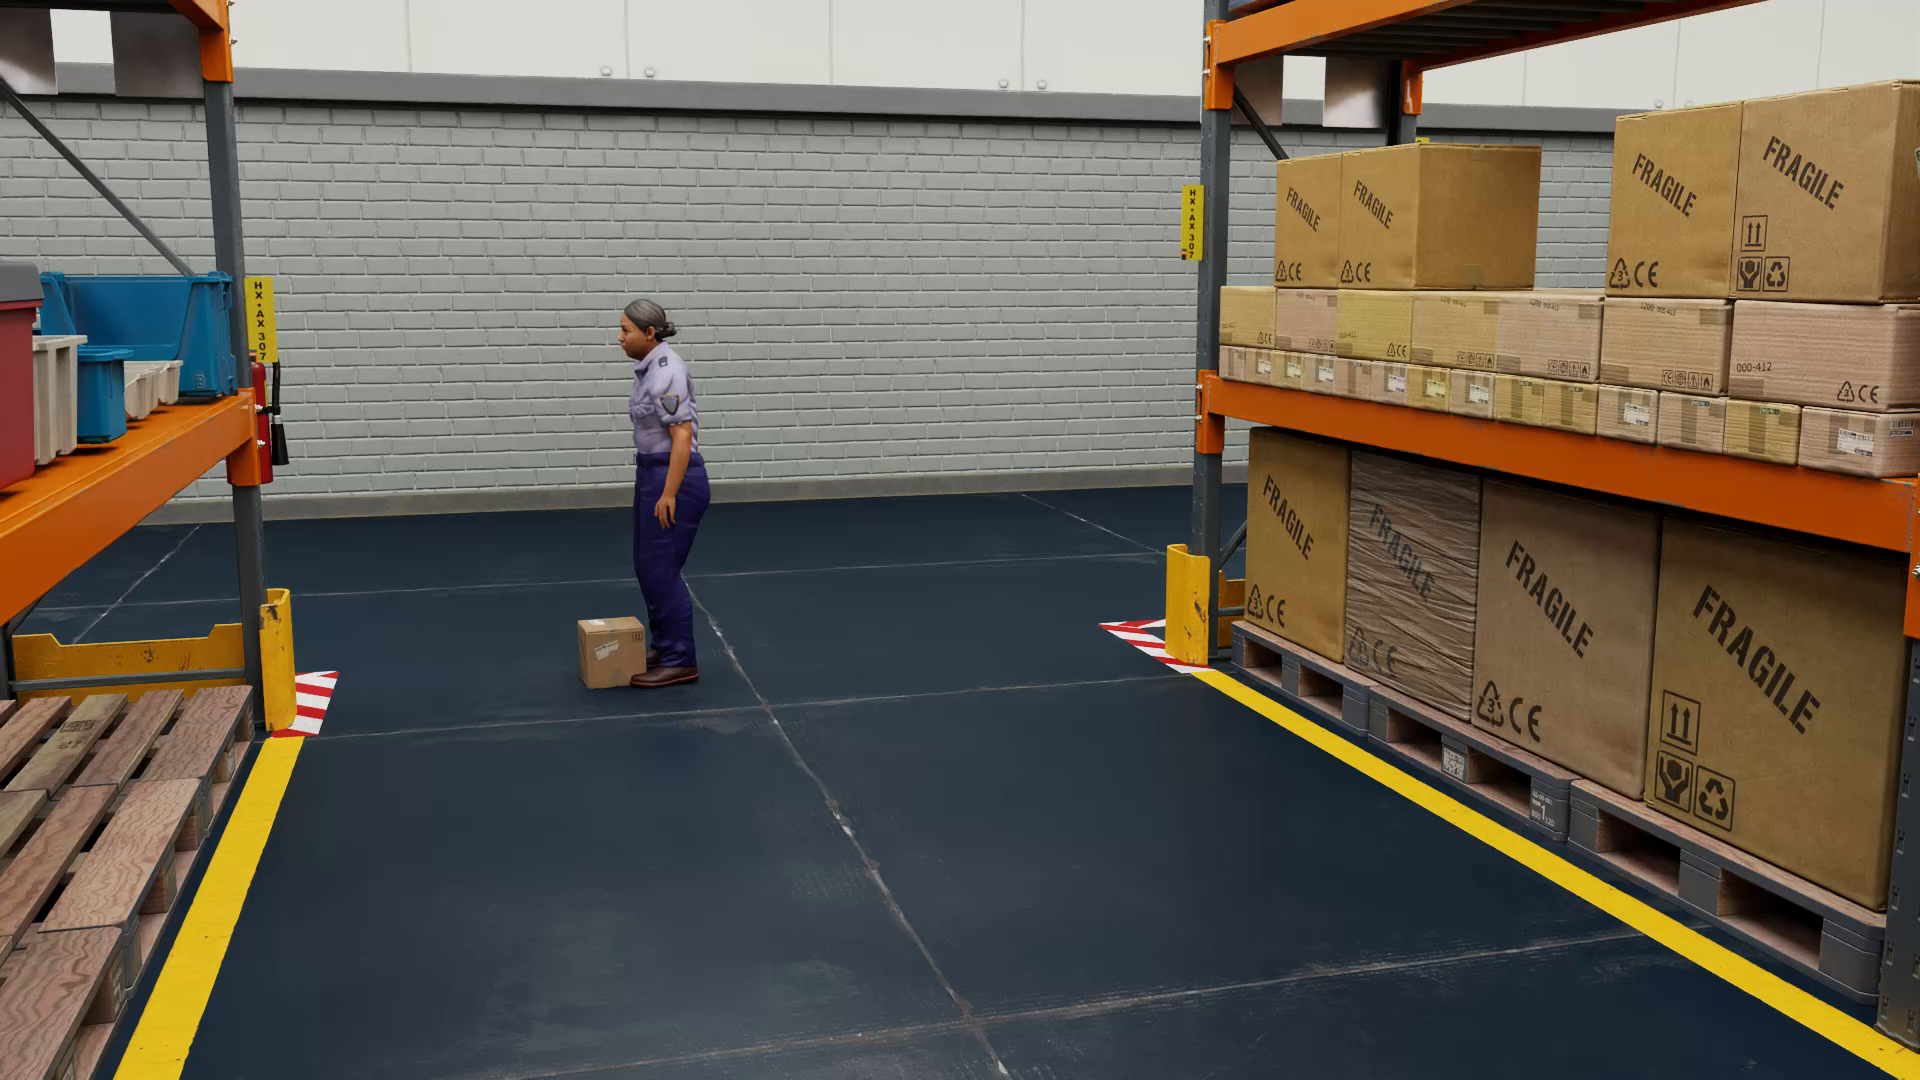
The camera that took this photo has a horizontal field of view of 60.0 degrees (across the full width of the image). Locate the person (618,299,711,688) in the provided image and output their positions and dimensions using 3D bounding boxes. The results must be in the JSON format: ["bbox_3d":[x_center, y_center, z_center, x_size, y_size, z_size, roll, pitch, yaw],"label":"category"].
[{"bbox_3d":[-1.287,-0.213,7.198,0.375,1.651,0.560,-3,10,-19],"label":"person"}]
